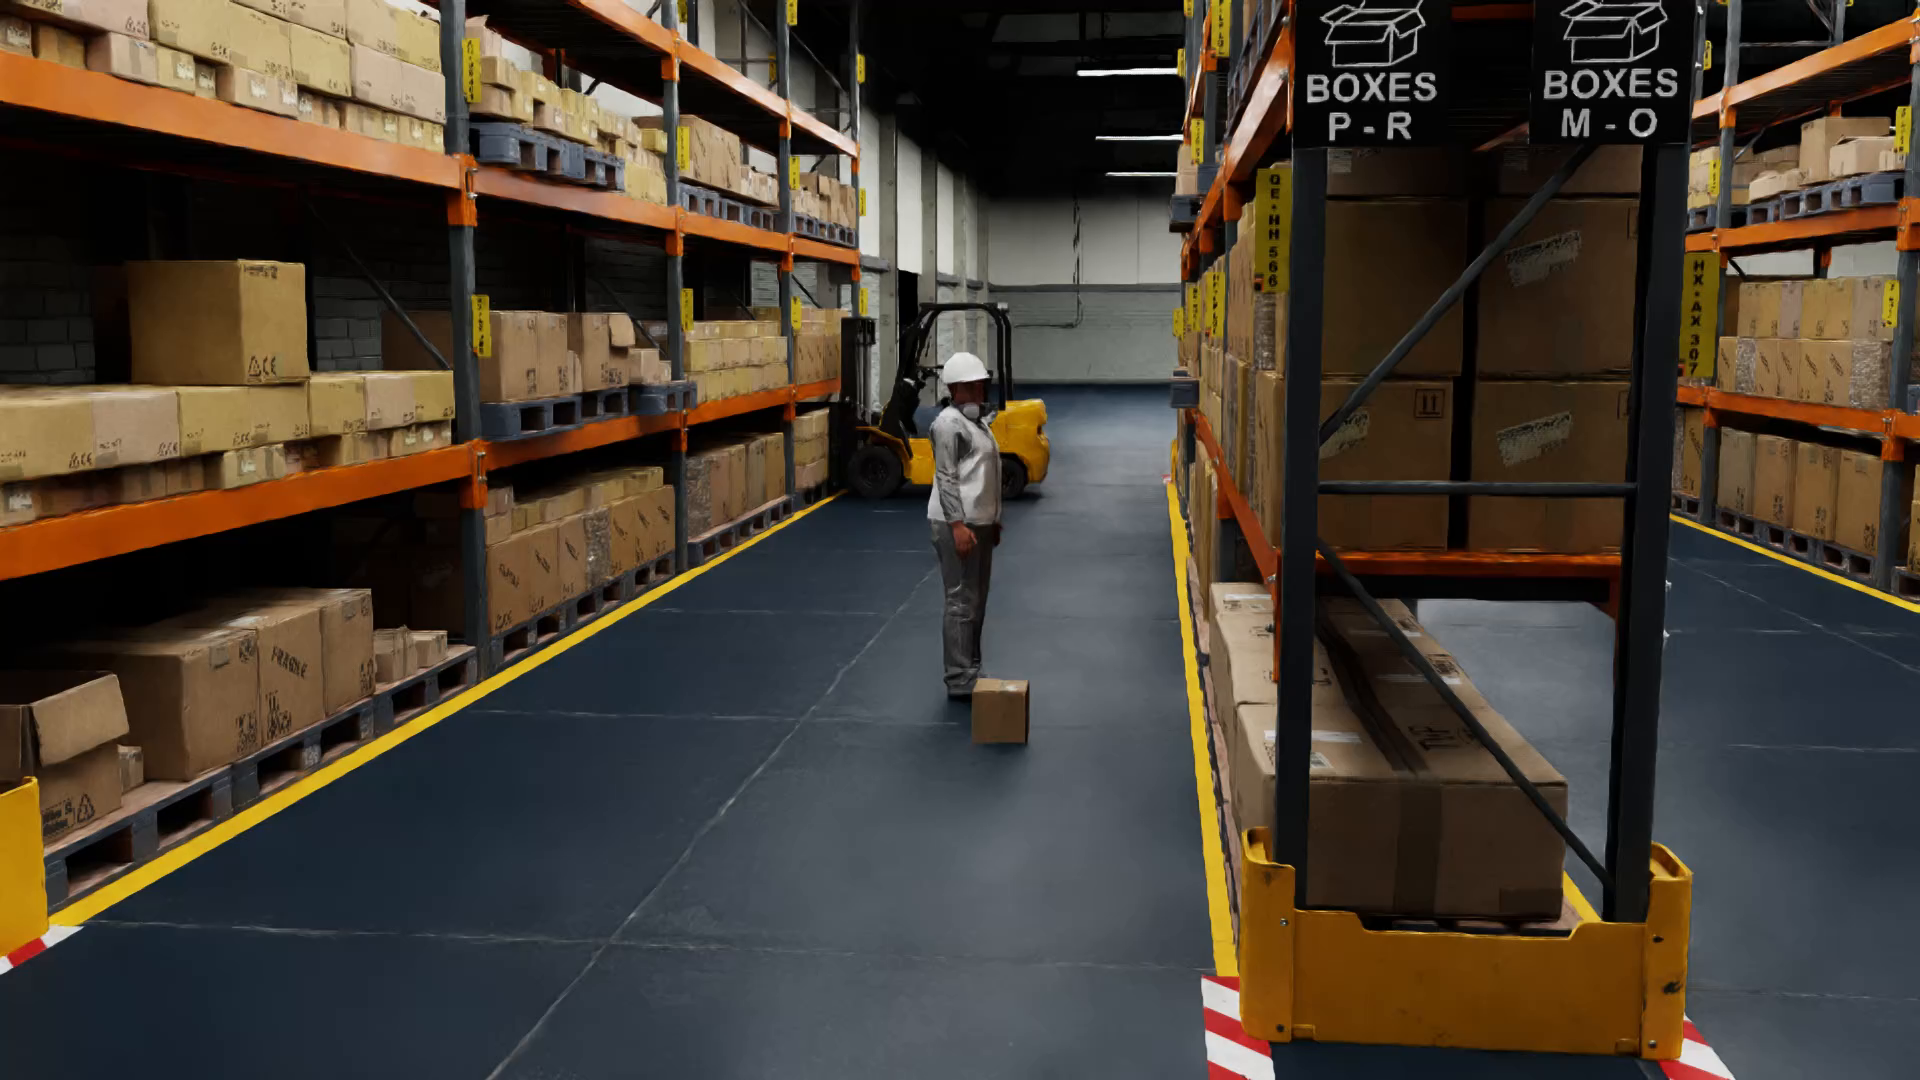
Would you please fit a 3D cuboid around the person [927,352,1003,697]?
[{"bbox_3d":[0.053,-0.072,8.681,0.415,1.813,0.588,2,8,18],"label":"person"}]
